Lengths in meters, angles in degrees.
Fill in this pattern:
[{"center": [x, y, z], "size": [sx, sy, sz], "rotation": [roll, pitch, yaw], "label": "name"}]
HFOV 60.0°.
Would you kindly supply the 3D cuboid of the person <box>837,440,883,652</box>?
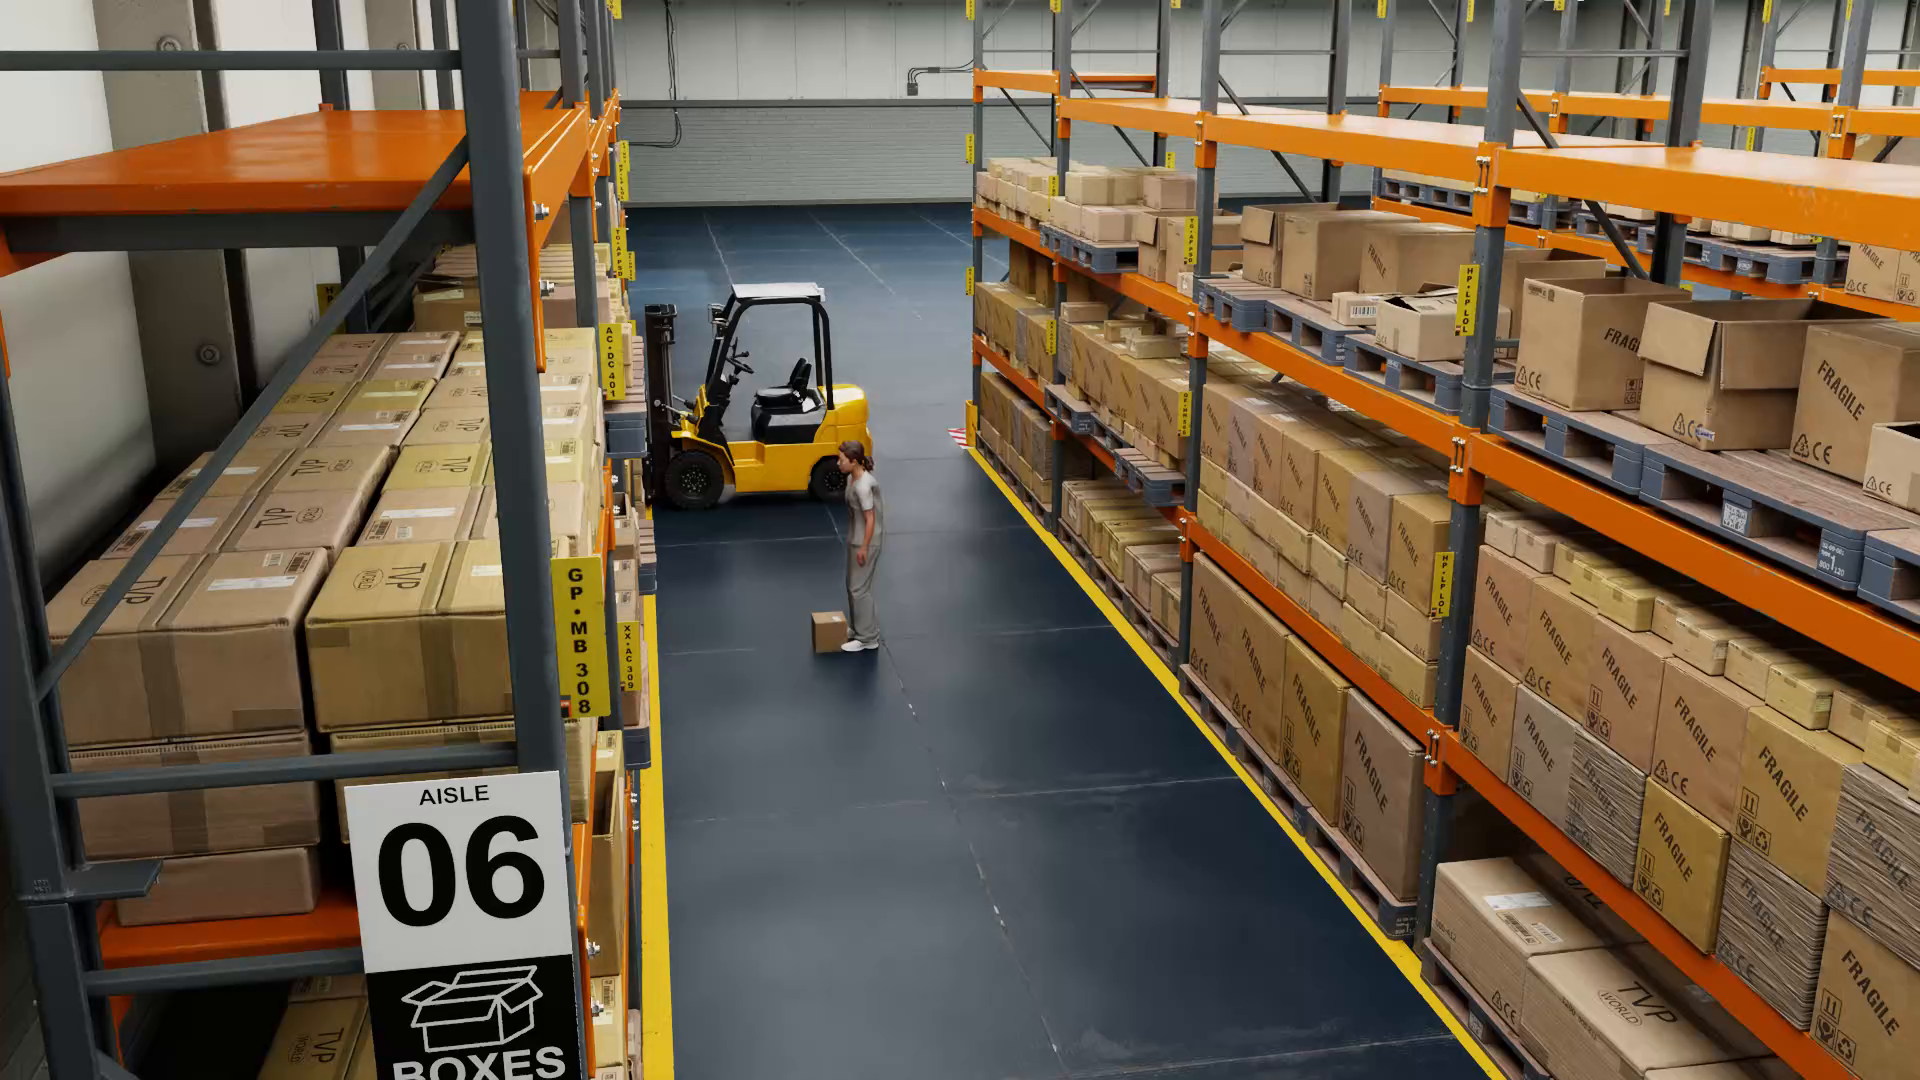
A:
[{"center": [-0.786, 0.027, 12.949], "size": [0.365, 1.671, 0.500], "rotation": [-4, 17, -13], "label": "person"}]
